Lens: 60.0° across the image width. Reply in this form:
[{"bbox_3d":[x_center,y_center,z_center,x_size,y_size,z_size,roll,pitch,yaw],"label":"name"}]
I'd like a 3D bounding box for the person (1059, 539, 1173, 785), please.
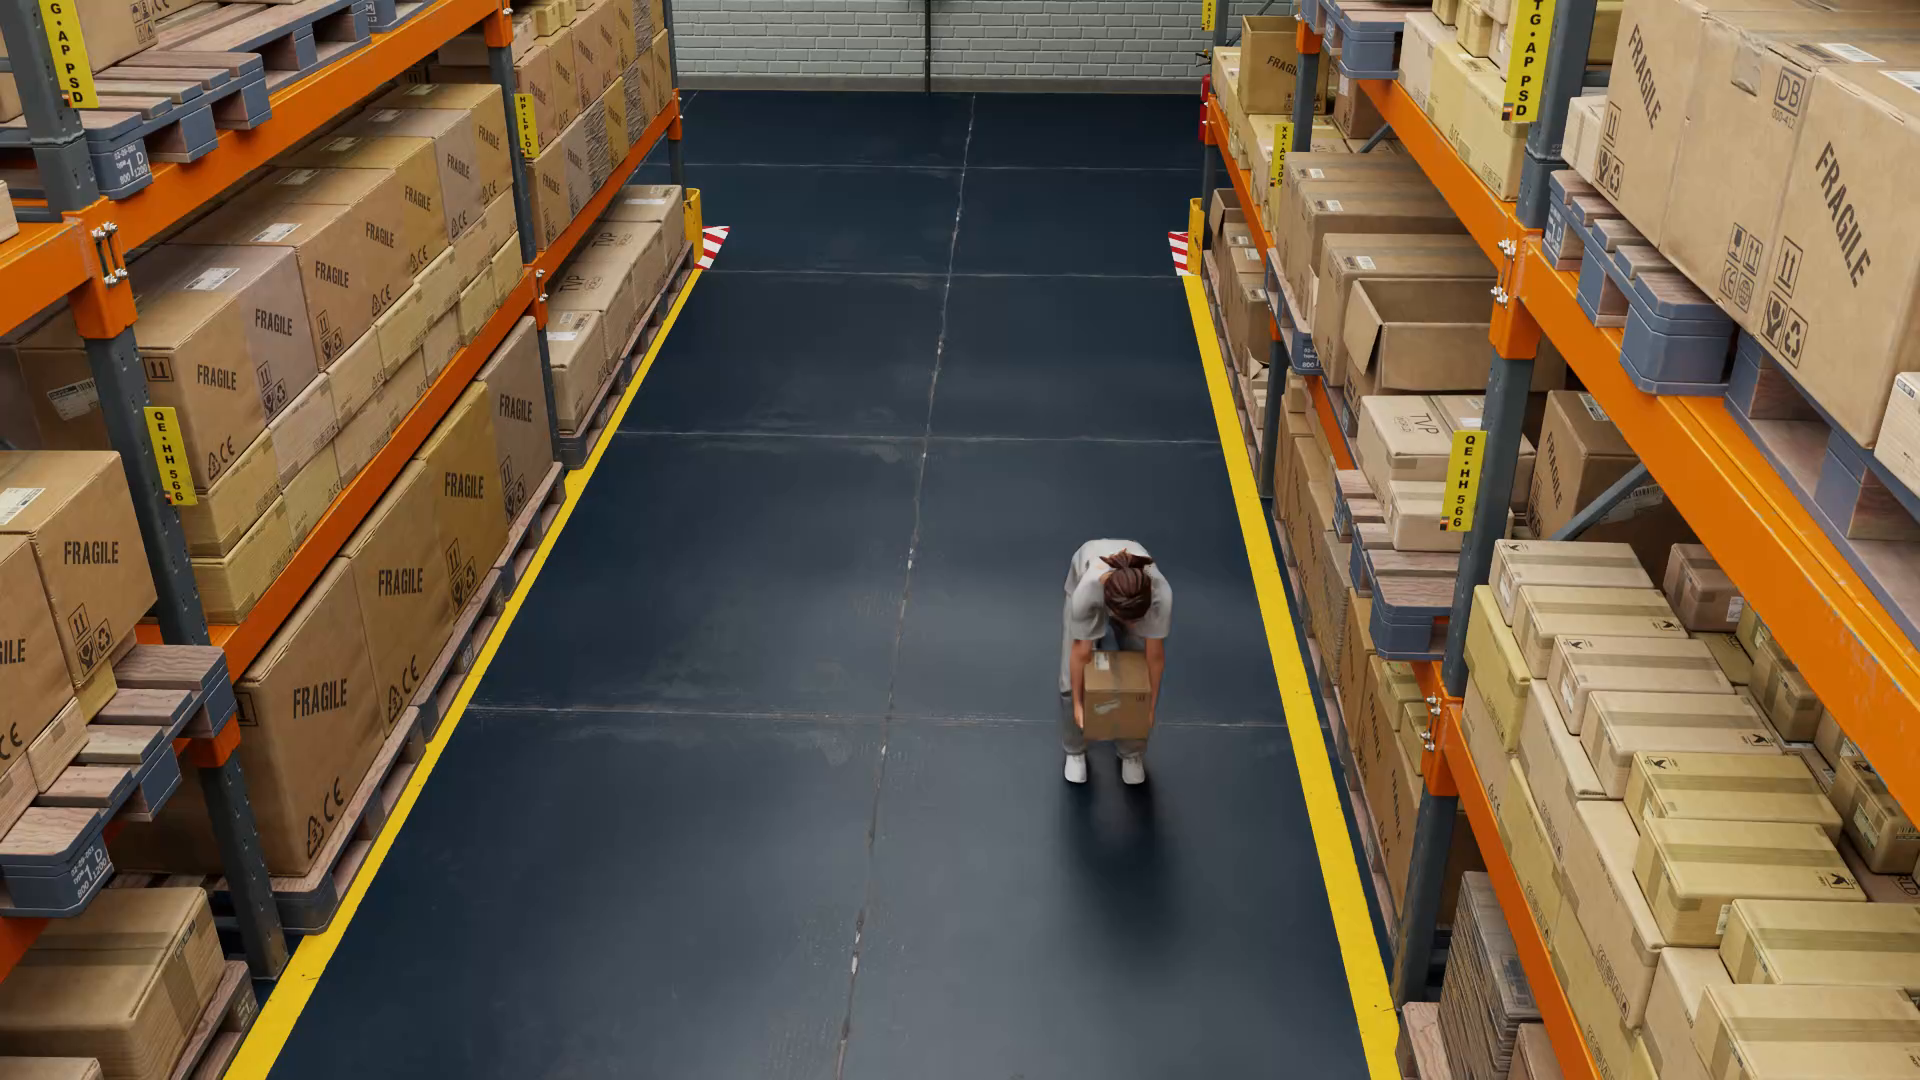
[{"bbox_3d":[0.612,0.514,6.615,0.414,1.252,0.836,0,28,0],"label":"person"}]
